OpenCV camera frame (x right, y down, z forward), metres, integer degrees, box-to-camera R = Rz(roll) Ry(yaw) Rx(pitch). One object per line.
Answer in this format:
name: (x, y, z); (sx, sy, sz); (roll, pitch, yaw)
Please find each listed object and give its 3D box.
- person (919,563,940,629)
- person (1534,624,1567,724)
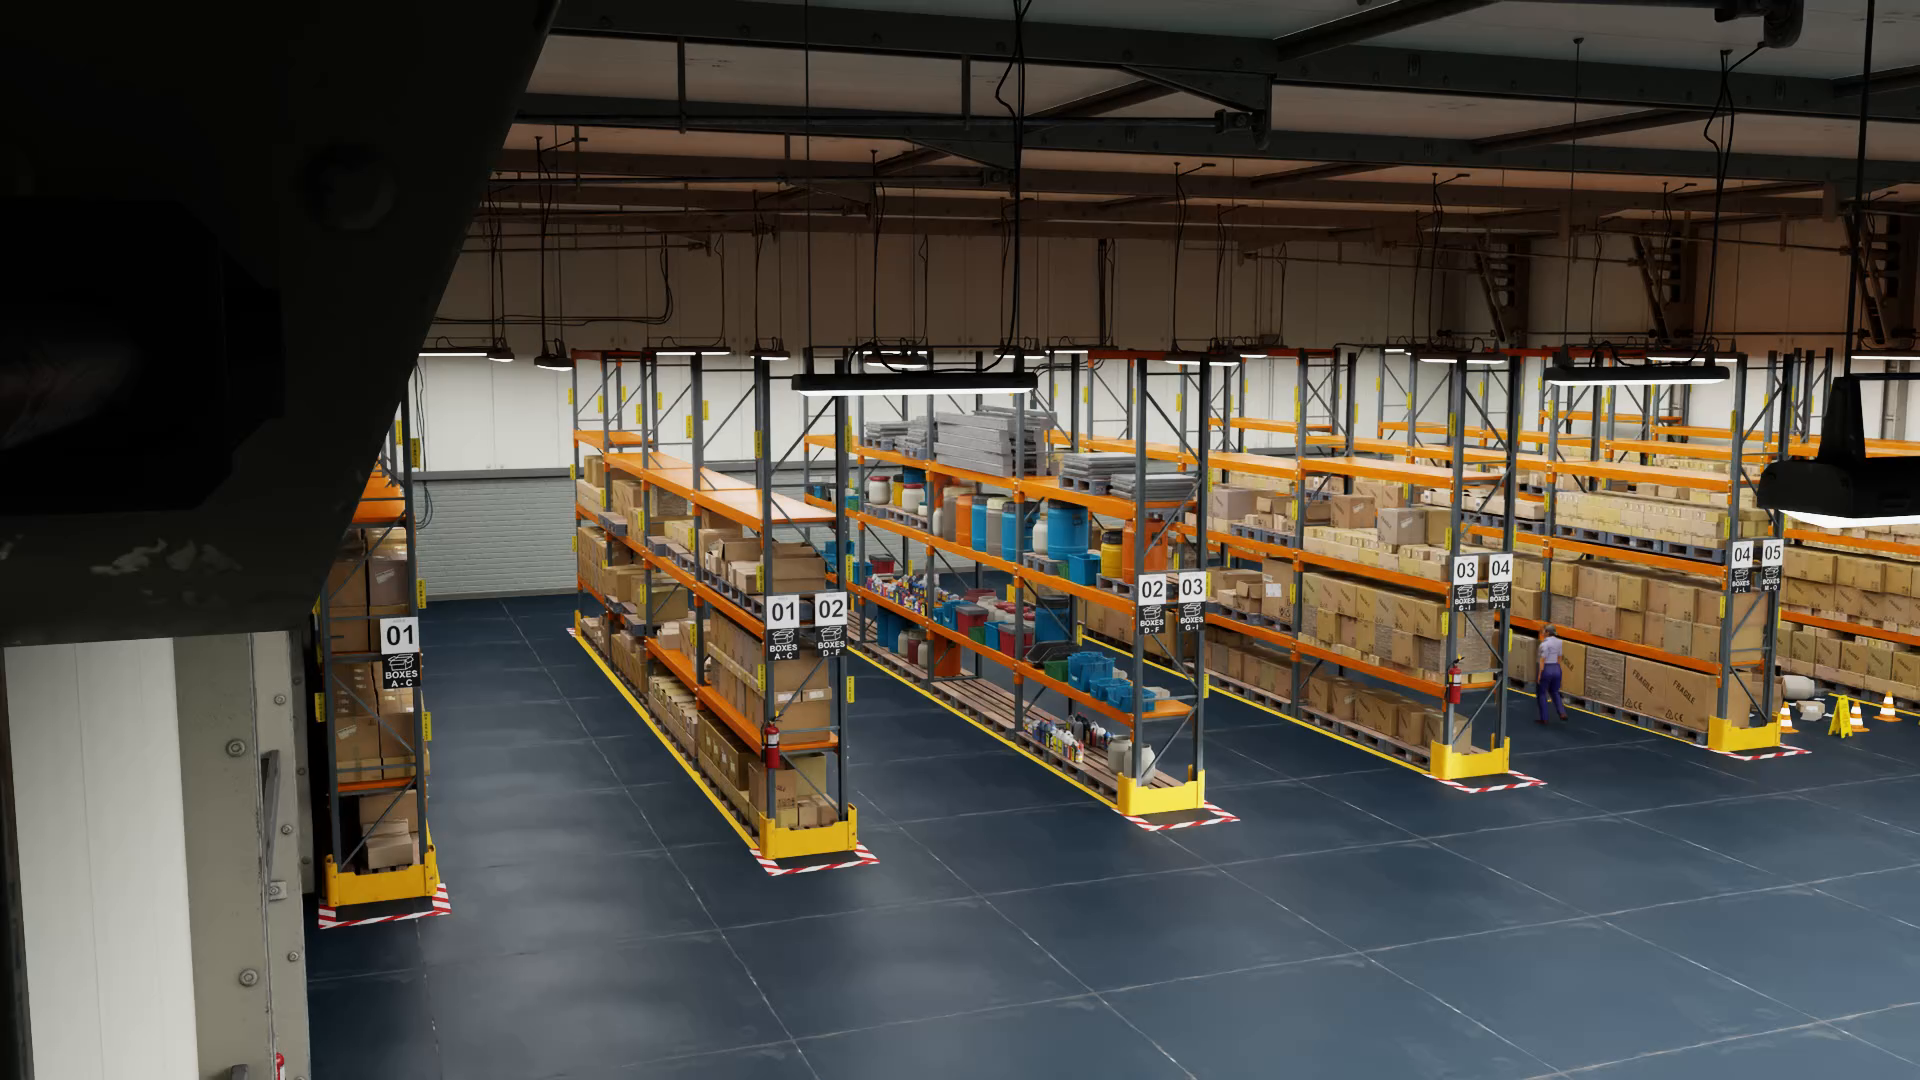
person: (-0.606, 1.229, 34.721); (0.436, 1.551, 0.889); (-4, 8, -32)
person: (9.586, 2.176, 26.956); (0.532, 1.645, 0.498); (-3, 8, -20)
